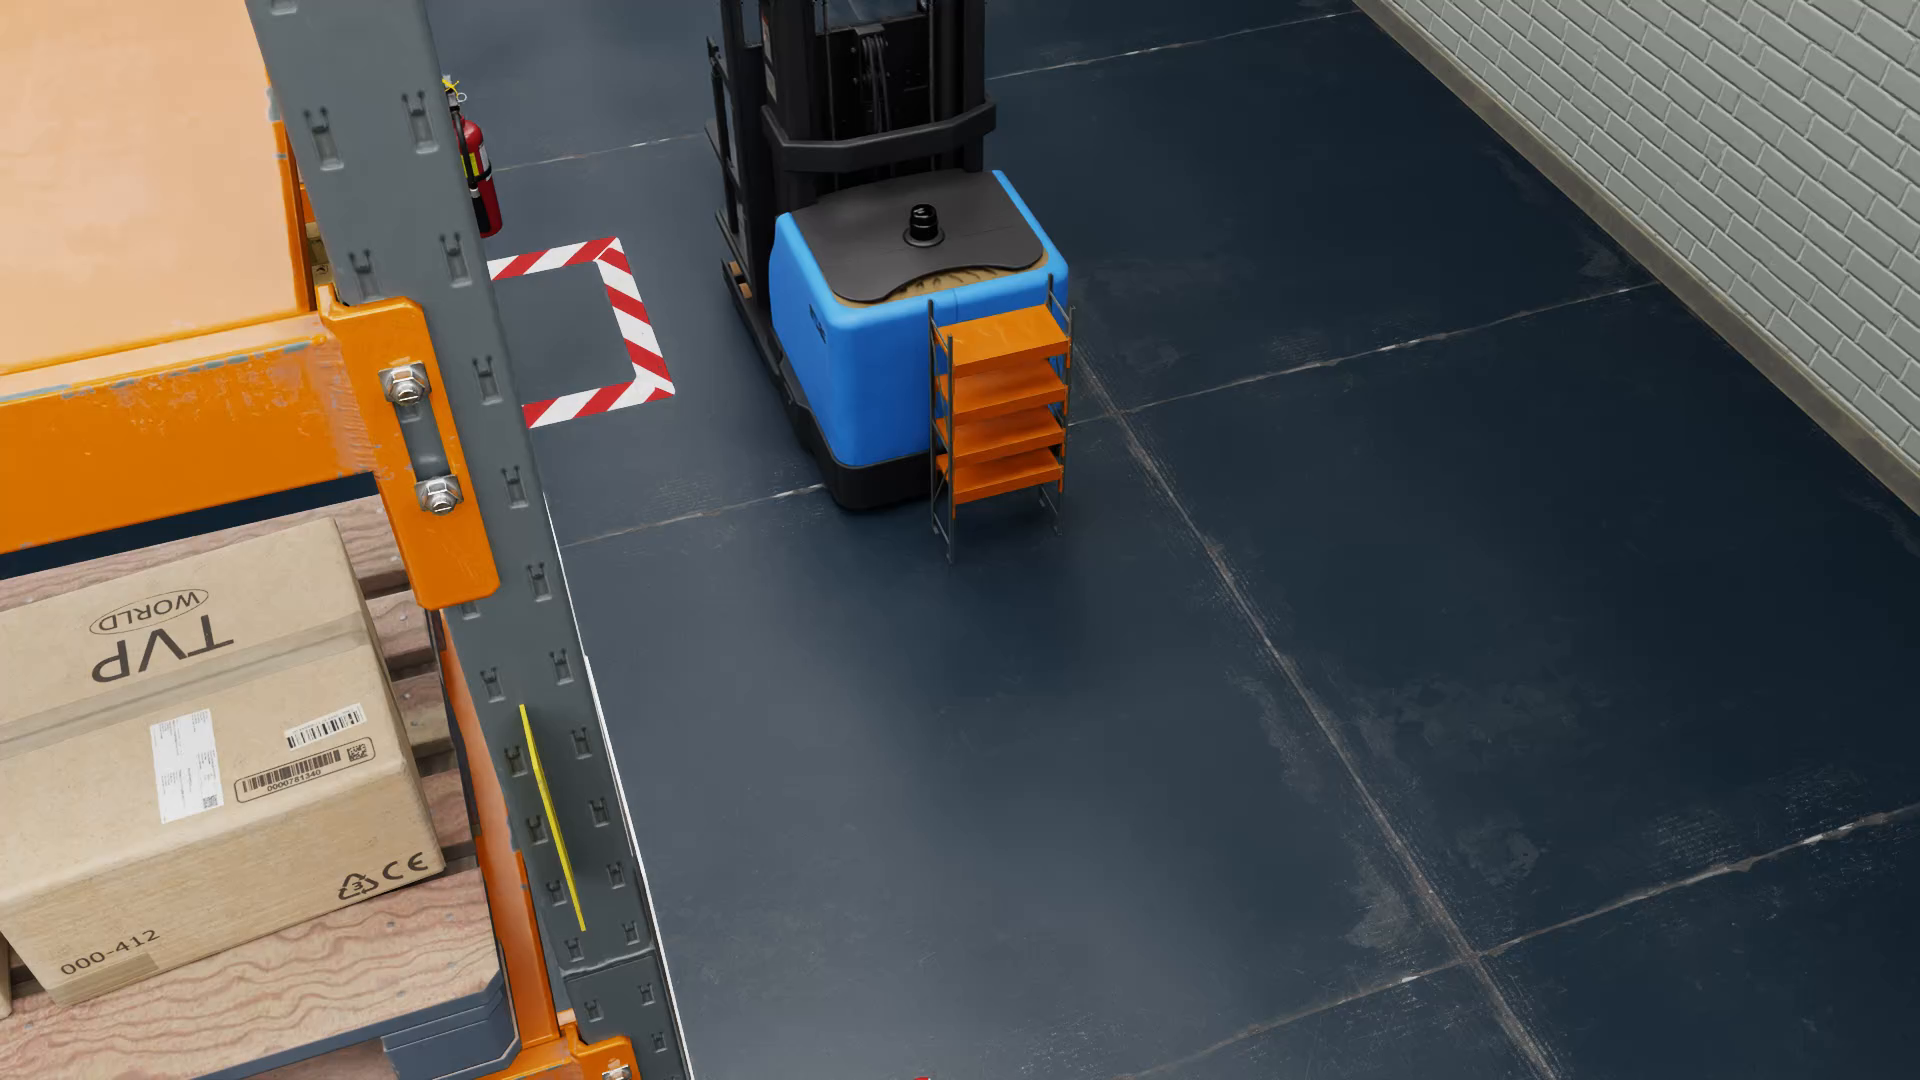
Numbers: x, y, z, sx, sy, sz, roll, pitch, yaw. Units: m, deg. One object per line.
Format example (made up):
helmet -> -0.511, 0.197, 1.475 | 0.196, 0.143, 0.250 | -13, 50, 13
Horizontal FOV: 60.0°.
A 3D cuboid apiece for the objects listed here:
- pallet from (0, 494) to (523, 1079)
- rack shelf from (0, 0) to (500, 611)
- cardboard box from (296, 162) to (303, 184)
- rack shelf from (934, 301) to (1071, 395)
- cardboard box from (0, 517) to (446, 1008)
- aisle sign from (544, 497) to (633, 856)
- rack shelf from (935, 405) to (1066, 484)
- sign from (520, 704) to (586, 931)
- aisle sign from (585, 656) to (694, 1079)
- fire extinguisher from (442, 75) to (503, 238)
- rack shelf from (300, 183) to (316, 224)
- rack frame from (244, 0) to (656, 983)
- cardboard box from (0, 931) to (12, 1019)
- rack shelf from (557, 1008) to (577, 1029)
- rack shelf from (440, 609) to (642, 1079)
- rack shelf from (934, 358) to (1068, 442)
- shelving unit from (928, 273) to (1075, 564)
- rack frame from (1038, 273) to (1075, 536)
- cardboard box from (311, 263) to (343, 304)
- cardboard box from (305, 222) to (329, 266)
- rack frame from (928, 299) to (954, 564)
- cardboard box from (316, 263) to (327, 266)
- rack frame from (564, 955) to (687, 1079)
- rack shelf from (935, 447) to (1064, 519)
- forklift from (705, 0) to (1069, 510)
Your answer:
pallet -> -1.337, 0.463, 2.425 | 1.213, 0.211, 1.003 | -14, 47, -14
rack shelf -> -2.524, 0.063, 1.433 | 4.000, 0.370, 1.077 | -14, 47, -14
cardboard box -> -2.629, -1.613, 6.727 | 0.250, 0.149, 0.380 | -14, 47, -14
rack shelf -> 0.156, -0.741, 6.396 | 0.480, 0.148, 0.258 | -14, 47, -14
cardboard box -> -1.035, 0.283, 2.280 | 0.500, 0.250, 0.500 | -18, 48, -17
aisle sign -> -0.673, 0.177, 2.930 | 0.004, 0.787, 0.394 | -14, 47, -14
rack shelf -> 0.156, -0.416, 6.722 | 0.480, 0.148, 0.258 | -14, 47, -14
sign -> -0.471, 0.326, 1.929 | 0.005, 0.325, 0.100 | -14, 47, -14
aisle sign -> -0.470, 0.576, 2.532 | 0.004, 0.787, 0.394 | -14, 47, -14
fire extinguisher -> -2.025, -1.563, 6.817 | 0.183, 0.674, 0.296 | -14, 47, -14
rack shelf -> -4.299, -1.234, 6.679 | 4.000, 0.370, 1.077 | -14, 47, -14
rack frame -> -0.643, -0.813, 1.516 | 0.127, 3.000, 1.000 | -14, 47, -14
cardboard box -> -1.402, 0.473, 2.162 | 0.250, 0.149, 0.380 | -18, 48, -17
rack shelf -> -2.524, 2.040, 3.417 | 4.000, 0.370, 1.077 | -14, 47, -14
rack shelf -> -2.524, 0.981, 2.354 | 4.000, 0.370, 1.077 | -14, 47, -14
rack shelf -> 0.156, -0.574, 6.563 | 0.480, 0.148, 0.258 | -14, 47, -14
shelving unit -> 0.156, -0.463, 6.674 | 0.503, 1.200, 0.258 | -14, 47, -14
rack frame -> 0.385, -0.522, 6.732 | 0.015, 1.200, 0.240 | -14, 47, -14
cardboard box -> -2.830, -1.024, 7.259 | 0.250, 0.149, 0.380 | -14, 47, -13
cardboard box -> -3.026, -1.421, 7.654 | 0.250, 0.149, 0.380 | -16, 47, -16
rack frame -> -0.074, -0.405, 6.616 | 0.015, 1.200, 0.240 | -14, 47, -14
cardboard box -> -2.998, -1.261, 7.704 | 0.250, 0.149, 0.380 | -13, 46, -12
rack frame -> -0.643, 1.305, 3.641 | 0.127, 3.000, 1.000 | -14, 47, -14
rack shelf -> 0.156, -0.276, 6.862 | 0.480, 0.148, 0.258 | -14, 47, -14
forklift -> -0.535, -2.224, 7.207 | 1.130, 2.935, 3.031 | -15, 47, -14
